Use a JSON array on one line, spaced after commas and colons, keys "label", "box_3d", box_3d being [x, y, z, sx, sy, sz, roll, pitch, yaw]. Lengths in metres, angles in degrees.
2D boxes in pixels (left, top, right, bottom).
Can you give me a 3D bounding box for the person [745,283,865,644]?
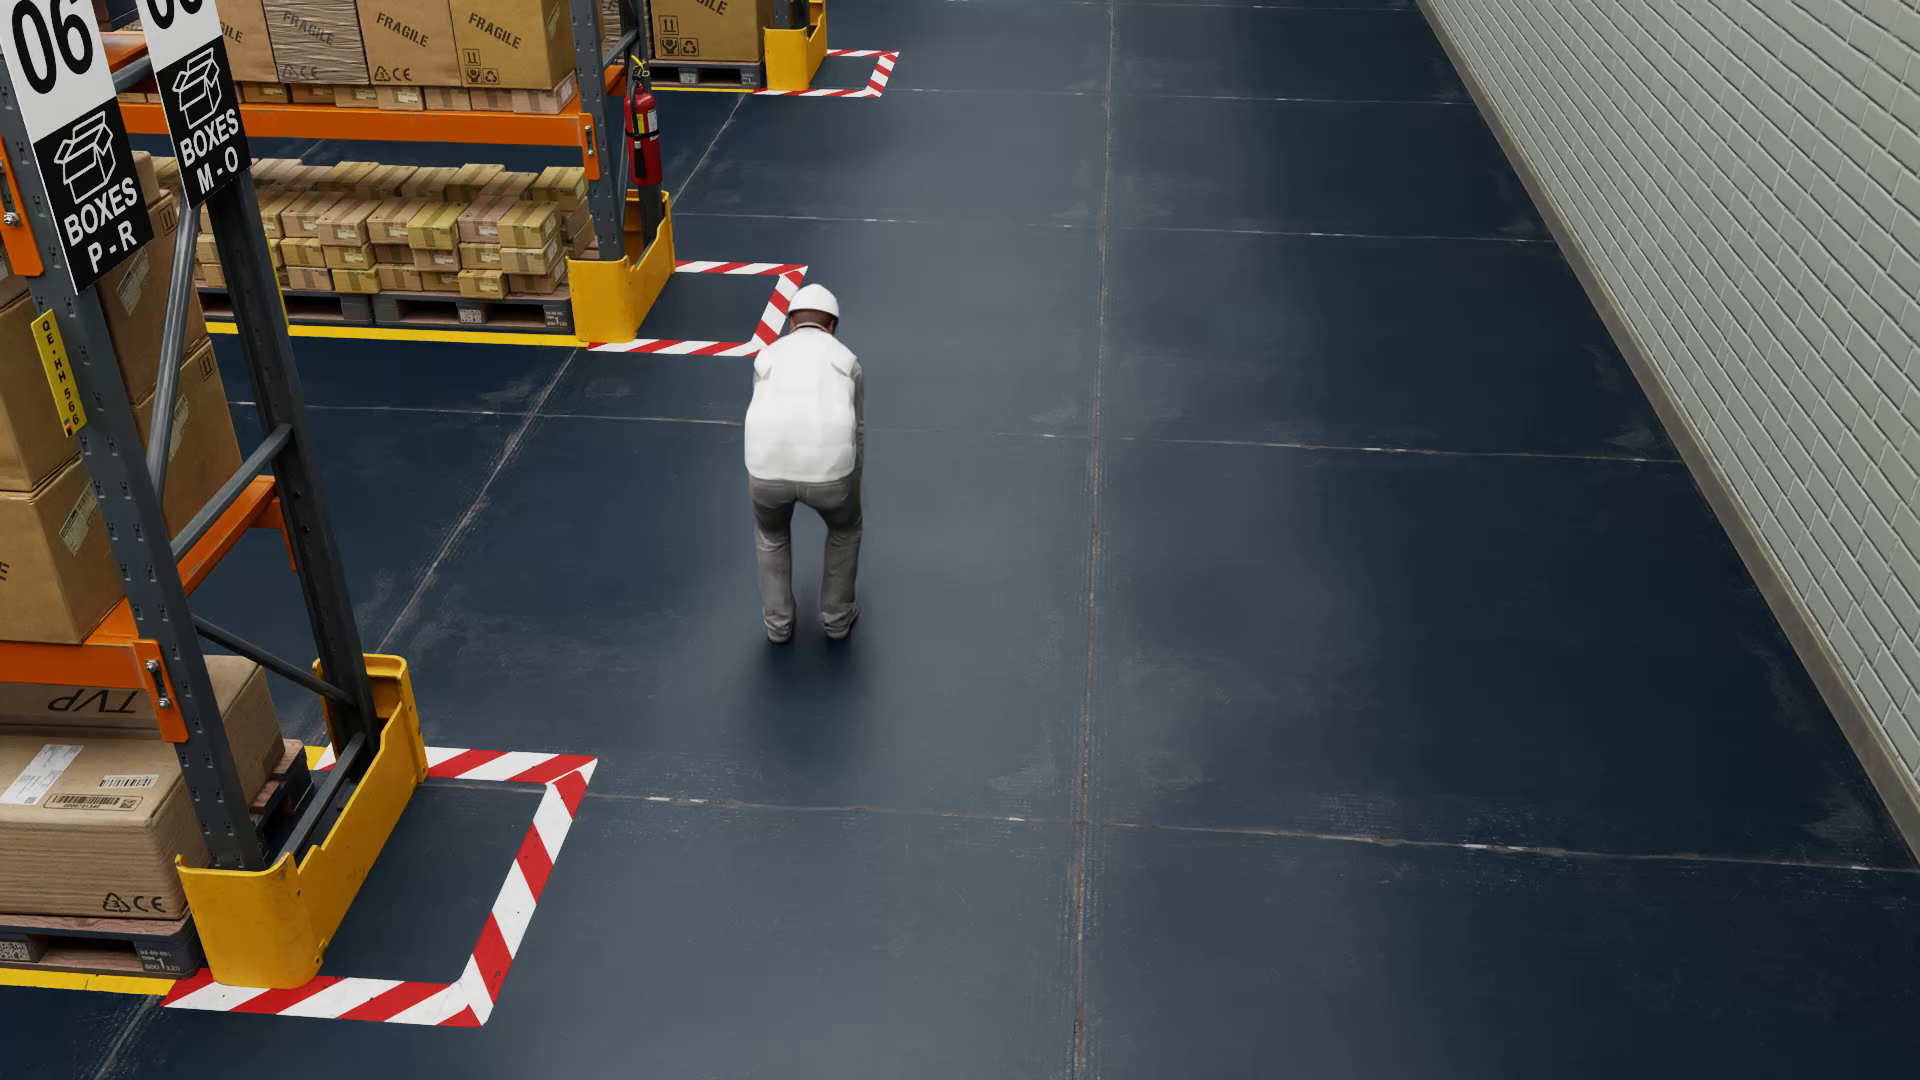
[{"label": "person", "box_3d": [-0.633, -0.303, 7.003, 0.465, 1.351, 0.936, 2, 32, 2]}]
